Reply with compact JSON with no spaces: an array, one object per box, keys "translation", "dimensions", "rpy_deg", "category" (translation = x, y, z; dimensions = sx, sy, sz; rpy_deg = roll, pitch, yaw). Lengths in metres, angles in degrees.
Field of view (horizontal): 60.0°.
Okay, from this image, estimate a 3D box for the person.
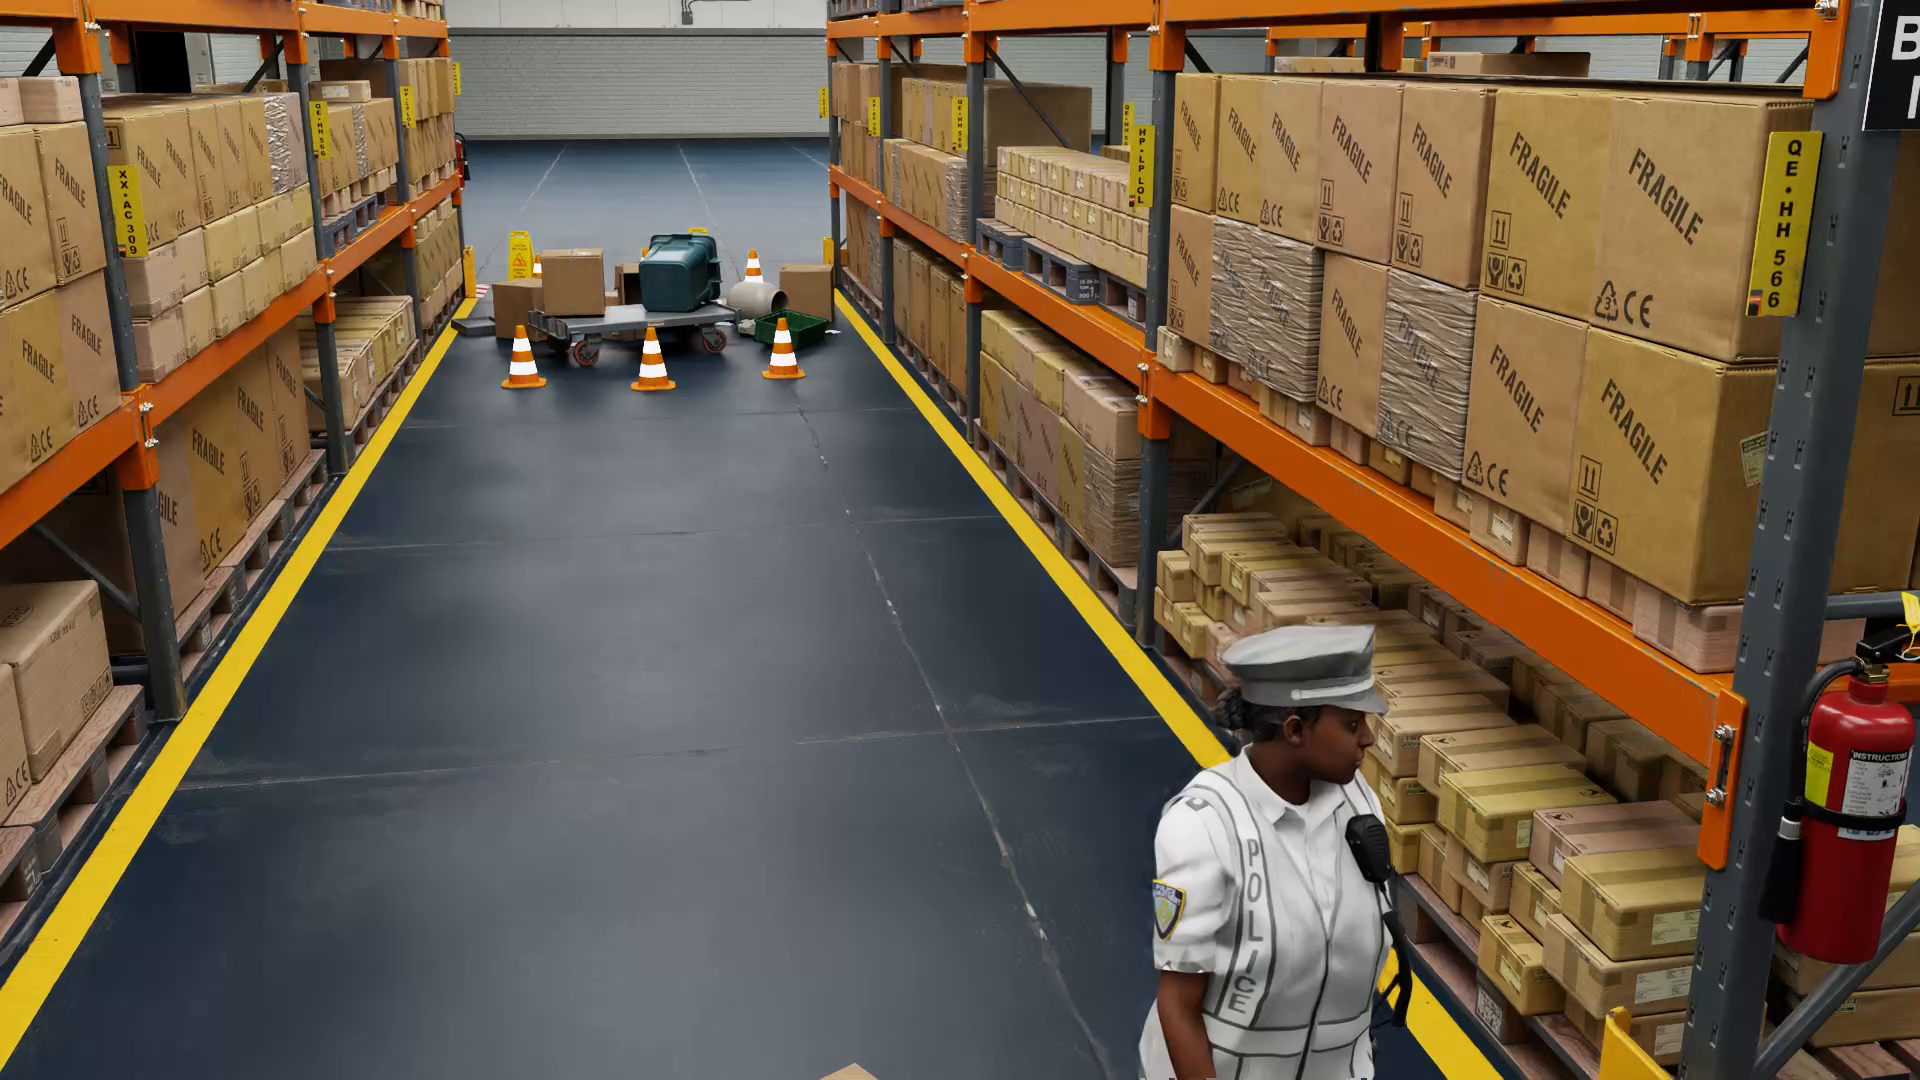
[{"translation":[0.541,0.976,2.720],"dimensions":[0.469,1.694,0.563],"rpy_deg":[-6,17,-19],"category":"person"}]
